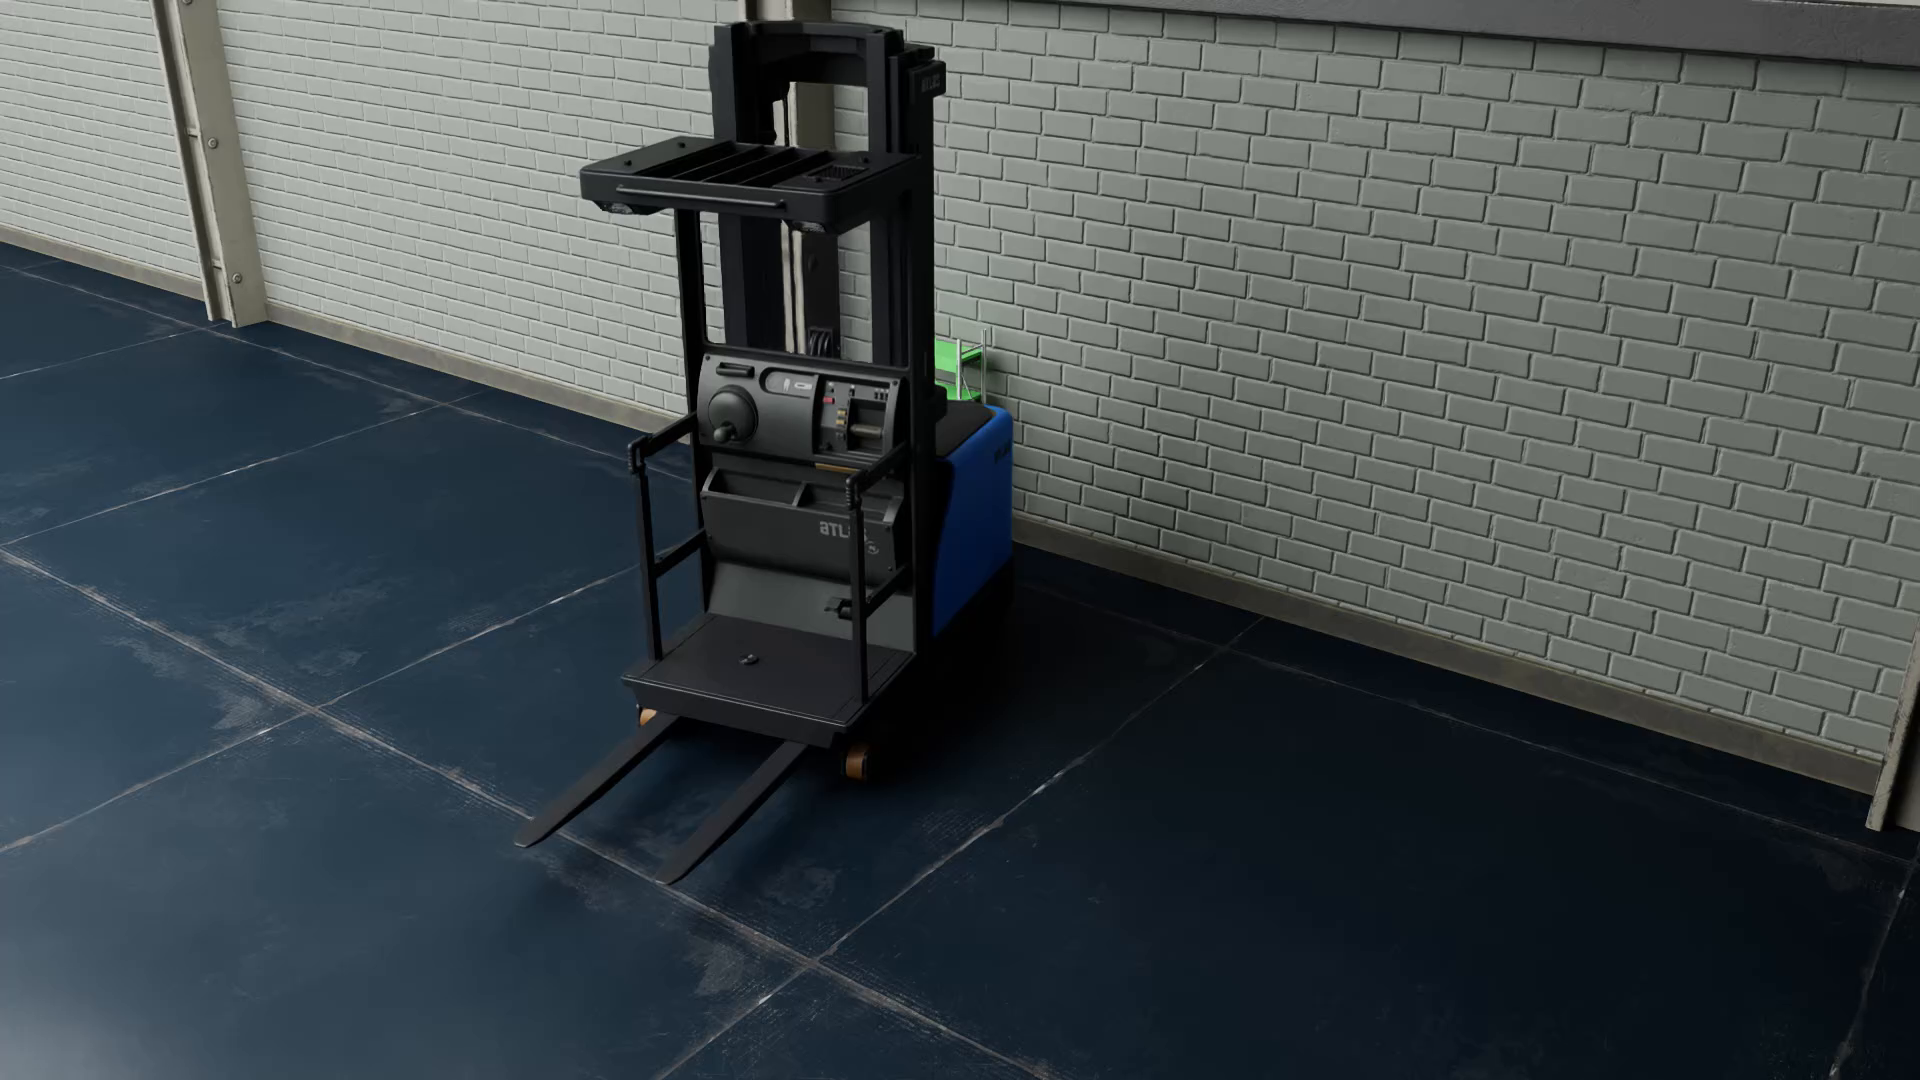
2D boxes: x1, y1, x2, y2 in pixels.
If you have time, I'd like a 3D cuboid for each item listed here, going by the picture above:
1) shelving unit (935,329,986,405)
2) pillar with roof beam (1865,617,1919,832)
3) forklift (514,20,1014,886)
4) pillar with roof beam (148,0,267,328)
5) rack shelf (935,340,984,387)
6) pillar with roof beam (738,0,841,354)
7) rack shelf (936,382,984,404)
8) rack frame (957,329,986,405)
[{"bbox_3d":[-0.132,-0.589,9.099,0.503,1.200,0.258,17,29,33],"label":"shelving unit"},{"bbox_3d":[1.288,-1.584,1.684,0.400,9.000,9.100,17,29,33],"label":"pillar with roof beam"},{"bbox_3d":[-0.762,-0.526,6.808,1.130,2.935,3.031,10,26,21],"label":"forklift"},{"bbox_3d":[-8.315,-4.486,8.270,0.400,9.000,9.100,17,29,33],"label":"pillar with roof beam"},{"bbox_3d":[-0.132,-0.970,8.931,0.480,0.148,0.258,17,29,33],"label":"rack shelf"},{"bbox_3d":[-3.514,-3.035,4.977,0.400,9.000,9.100,17,29,33],"label":"pillar with roof beam"},{"bbox_3d":[-0.132,-0.750,9.028,0.480,0.148,0.258,17,29,33],"label":"rack shelf"},{"bbox_3d":[0.063,-0.530,8.965,0.015,1.200,0.240,17,29,33],"label":"rack frame"}]
